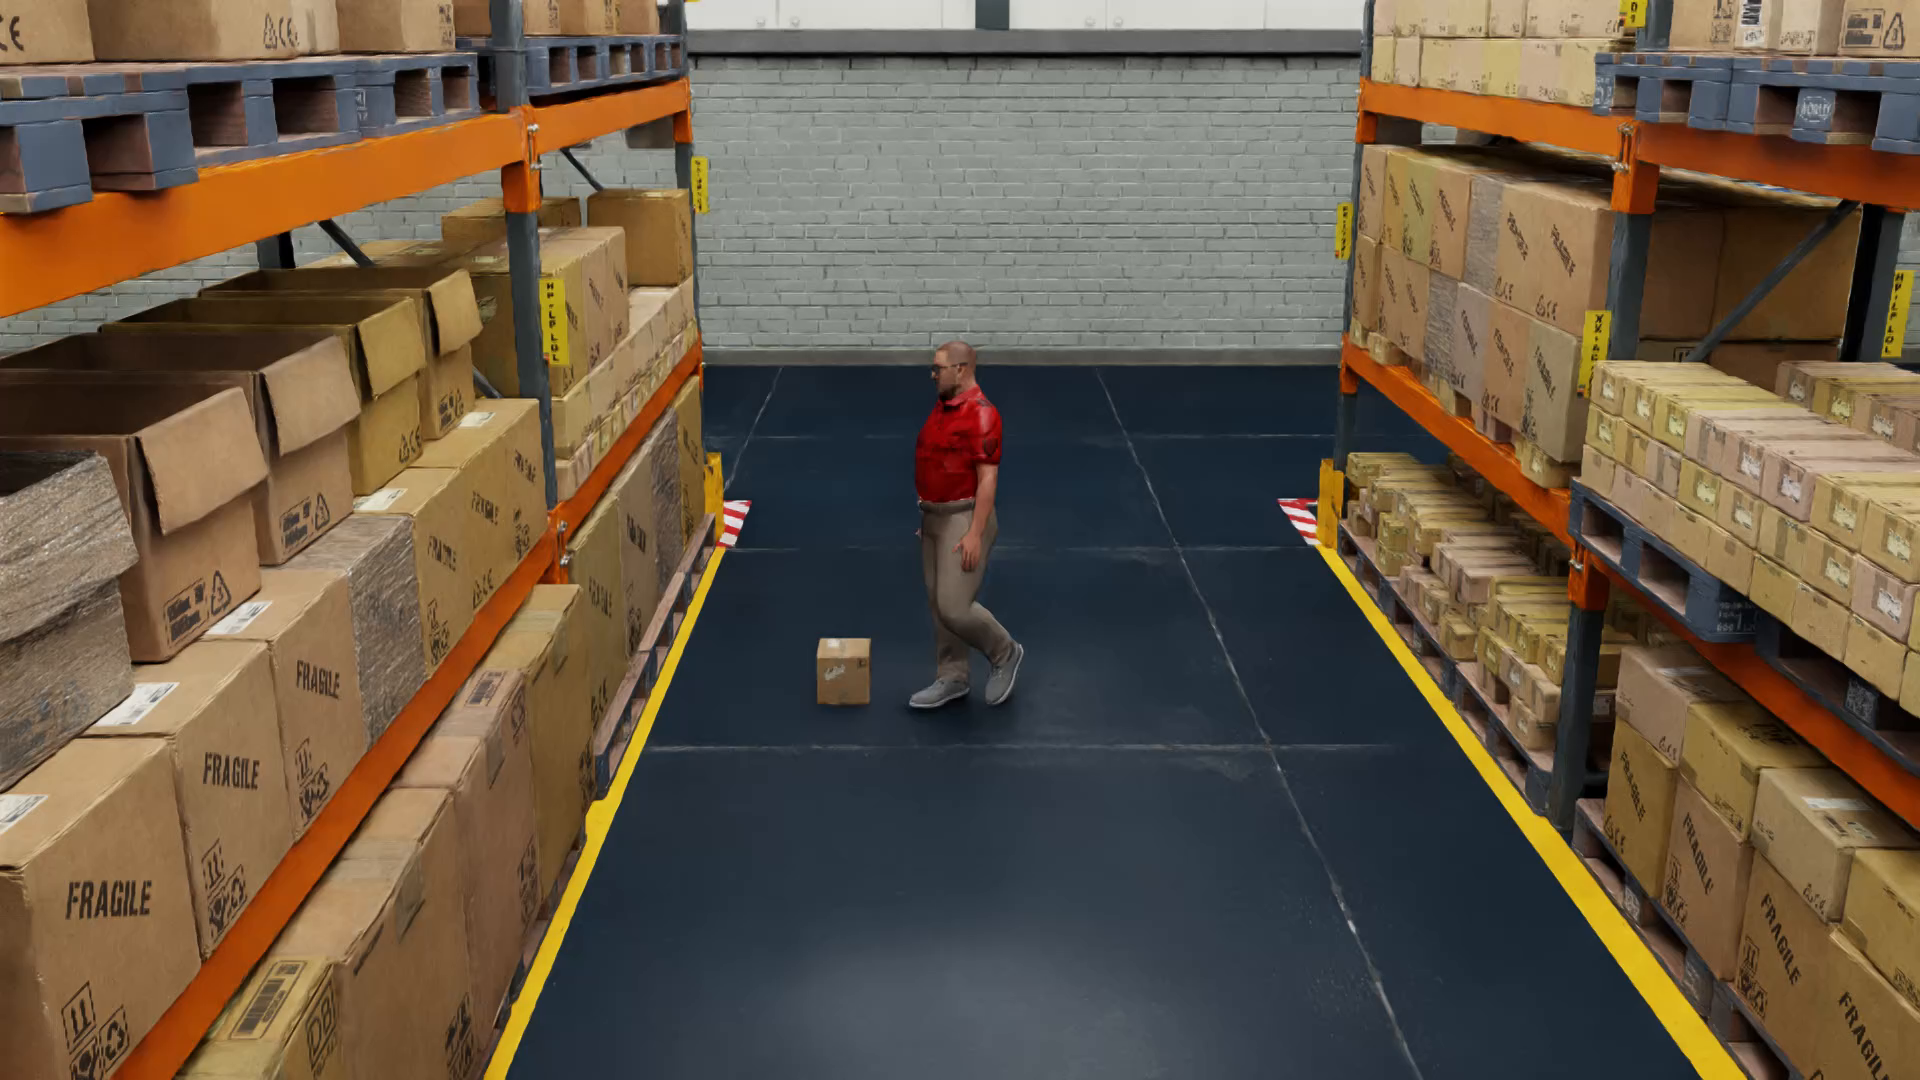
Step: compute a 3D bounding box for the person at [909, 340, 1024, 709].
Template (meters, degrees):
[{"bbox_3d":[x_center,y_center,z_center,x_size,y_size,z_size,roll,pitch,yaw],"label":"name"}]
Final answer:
[{"bbox_3d":[0.009,-0.062,7.749,0.551,1.734,0.577,-9,19,-27],"label":"person"}]
